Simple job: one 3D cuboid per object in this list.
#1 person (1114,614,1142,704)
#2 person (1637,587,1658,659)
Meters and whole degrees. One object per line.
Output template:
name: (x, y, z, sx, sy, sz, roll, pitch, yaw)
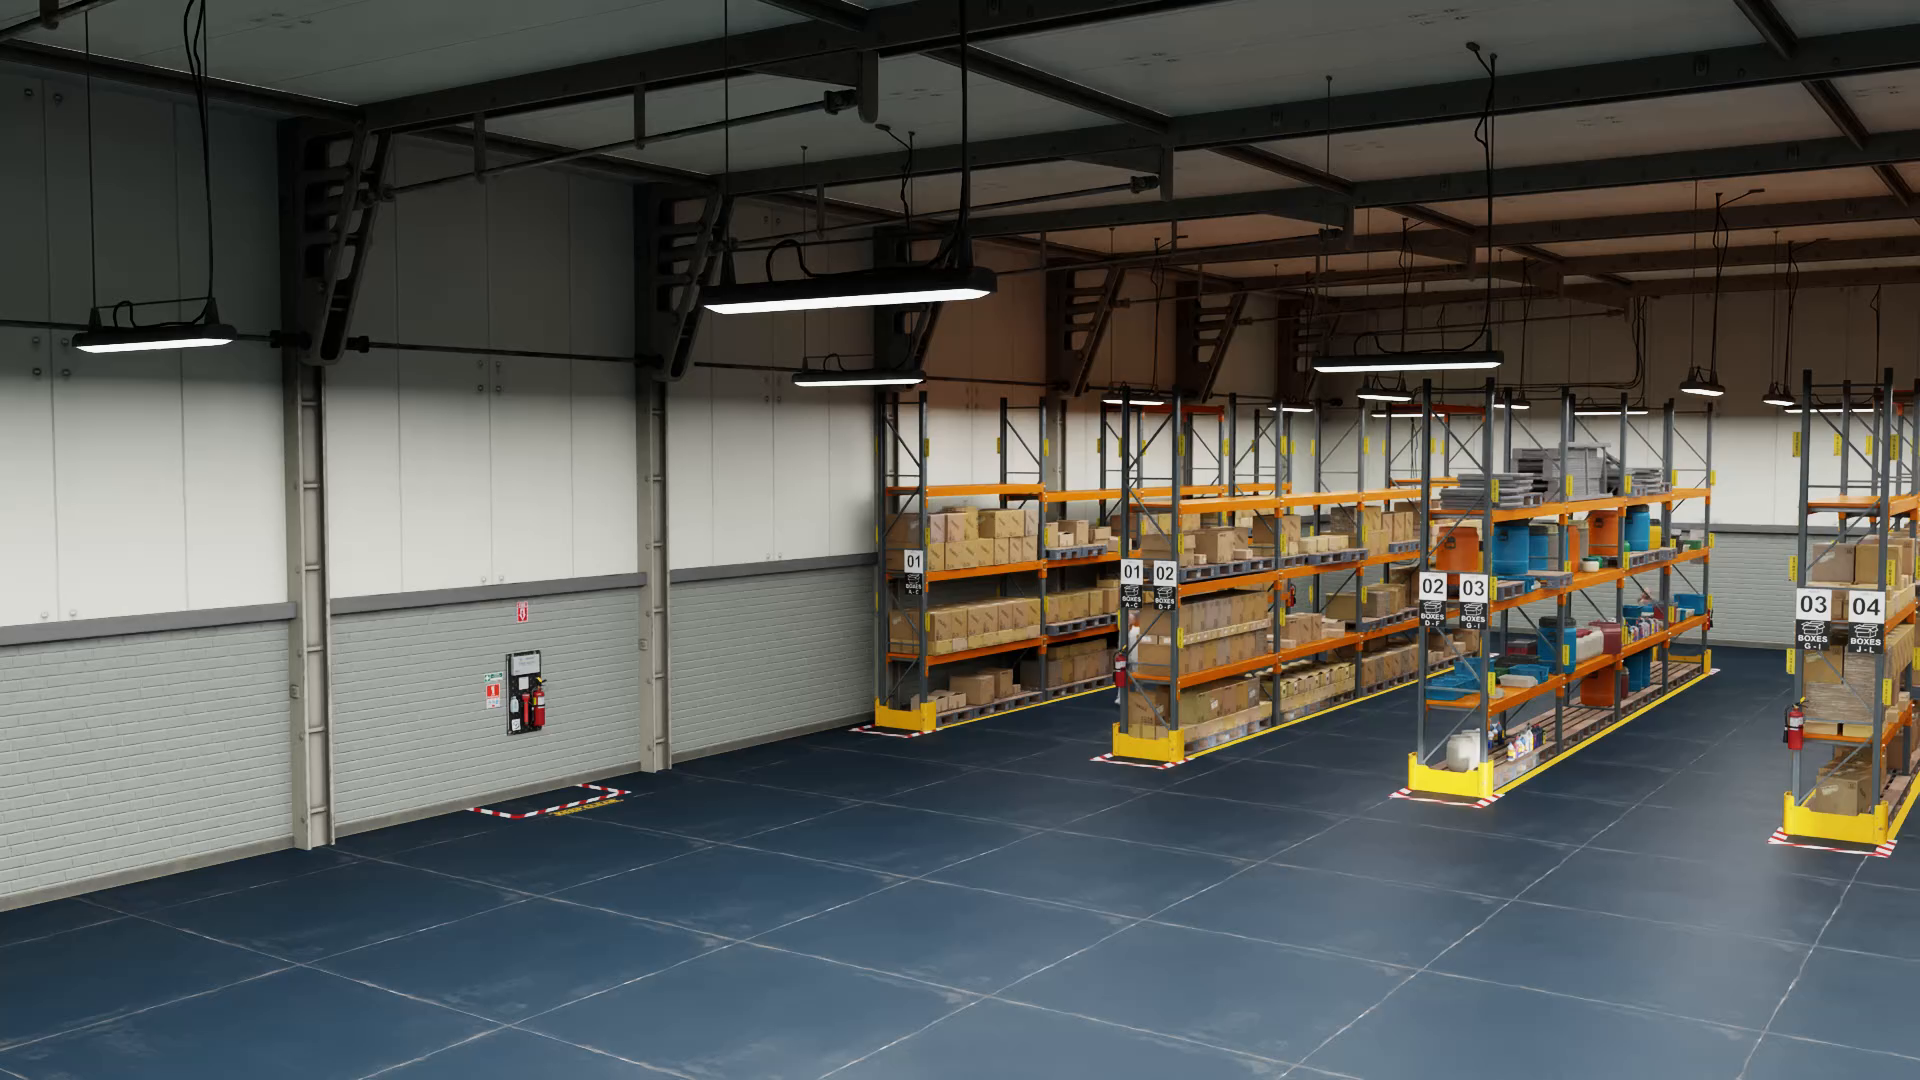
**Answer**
person: (3.329, 2.315, 32.515, 0.587, 1.725, 1.159, 1, 3, 20)
person: (15.920, 1.958, 38.596, 0.804, 1.756, 0.590, -1, 3, -9)
